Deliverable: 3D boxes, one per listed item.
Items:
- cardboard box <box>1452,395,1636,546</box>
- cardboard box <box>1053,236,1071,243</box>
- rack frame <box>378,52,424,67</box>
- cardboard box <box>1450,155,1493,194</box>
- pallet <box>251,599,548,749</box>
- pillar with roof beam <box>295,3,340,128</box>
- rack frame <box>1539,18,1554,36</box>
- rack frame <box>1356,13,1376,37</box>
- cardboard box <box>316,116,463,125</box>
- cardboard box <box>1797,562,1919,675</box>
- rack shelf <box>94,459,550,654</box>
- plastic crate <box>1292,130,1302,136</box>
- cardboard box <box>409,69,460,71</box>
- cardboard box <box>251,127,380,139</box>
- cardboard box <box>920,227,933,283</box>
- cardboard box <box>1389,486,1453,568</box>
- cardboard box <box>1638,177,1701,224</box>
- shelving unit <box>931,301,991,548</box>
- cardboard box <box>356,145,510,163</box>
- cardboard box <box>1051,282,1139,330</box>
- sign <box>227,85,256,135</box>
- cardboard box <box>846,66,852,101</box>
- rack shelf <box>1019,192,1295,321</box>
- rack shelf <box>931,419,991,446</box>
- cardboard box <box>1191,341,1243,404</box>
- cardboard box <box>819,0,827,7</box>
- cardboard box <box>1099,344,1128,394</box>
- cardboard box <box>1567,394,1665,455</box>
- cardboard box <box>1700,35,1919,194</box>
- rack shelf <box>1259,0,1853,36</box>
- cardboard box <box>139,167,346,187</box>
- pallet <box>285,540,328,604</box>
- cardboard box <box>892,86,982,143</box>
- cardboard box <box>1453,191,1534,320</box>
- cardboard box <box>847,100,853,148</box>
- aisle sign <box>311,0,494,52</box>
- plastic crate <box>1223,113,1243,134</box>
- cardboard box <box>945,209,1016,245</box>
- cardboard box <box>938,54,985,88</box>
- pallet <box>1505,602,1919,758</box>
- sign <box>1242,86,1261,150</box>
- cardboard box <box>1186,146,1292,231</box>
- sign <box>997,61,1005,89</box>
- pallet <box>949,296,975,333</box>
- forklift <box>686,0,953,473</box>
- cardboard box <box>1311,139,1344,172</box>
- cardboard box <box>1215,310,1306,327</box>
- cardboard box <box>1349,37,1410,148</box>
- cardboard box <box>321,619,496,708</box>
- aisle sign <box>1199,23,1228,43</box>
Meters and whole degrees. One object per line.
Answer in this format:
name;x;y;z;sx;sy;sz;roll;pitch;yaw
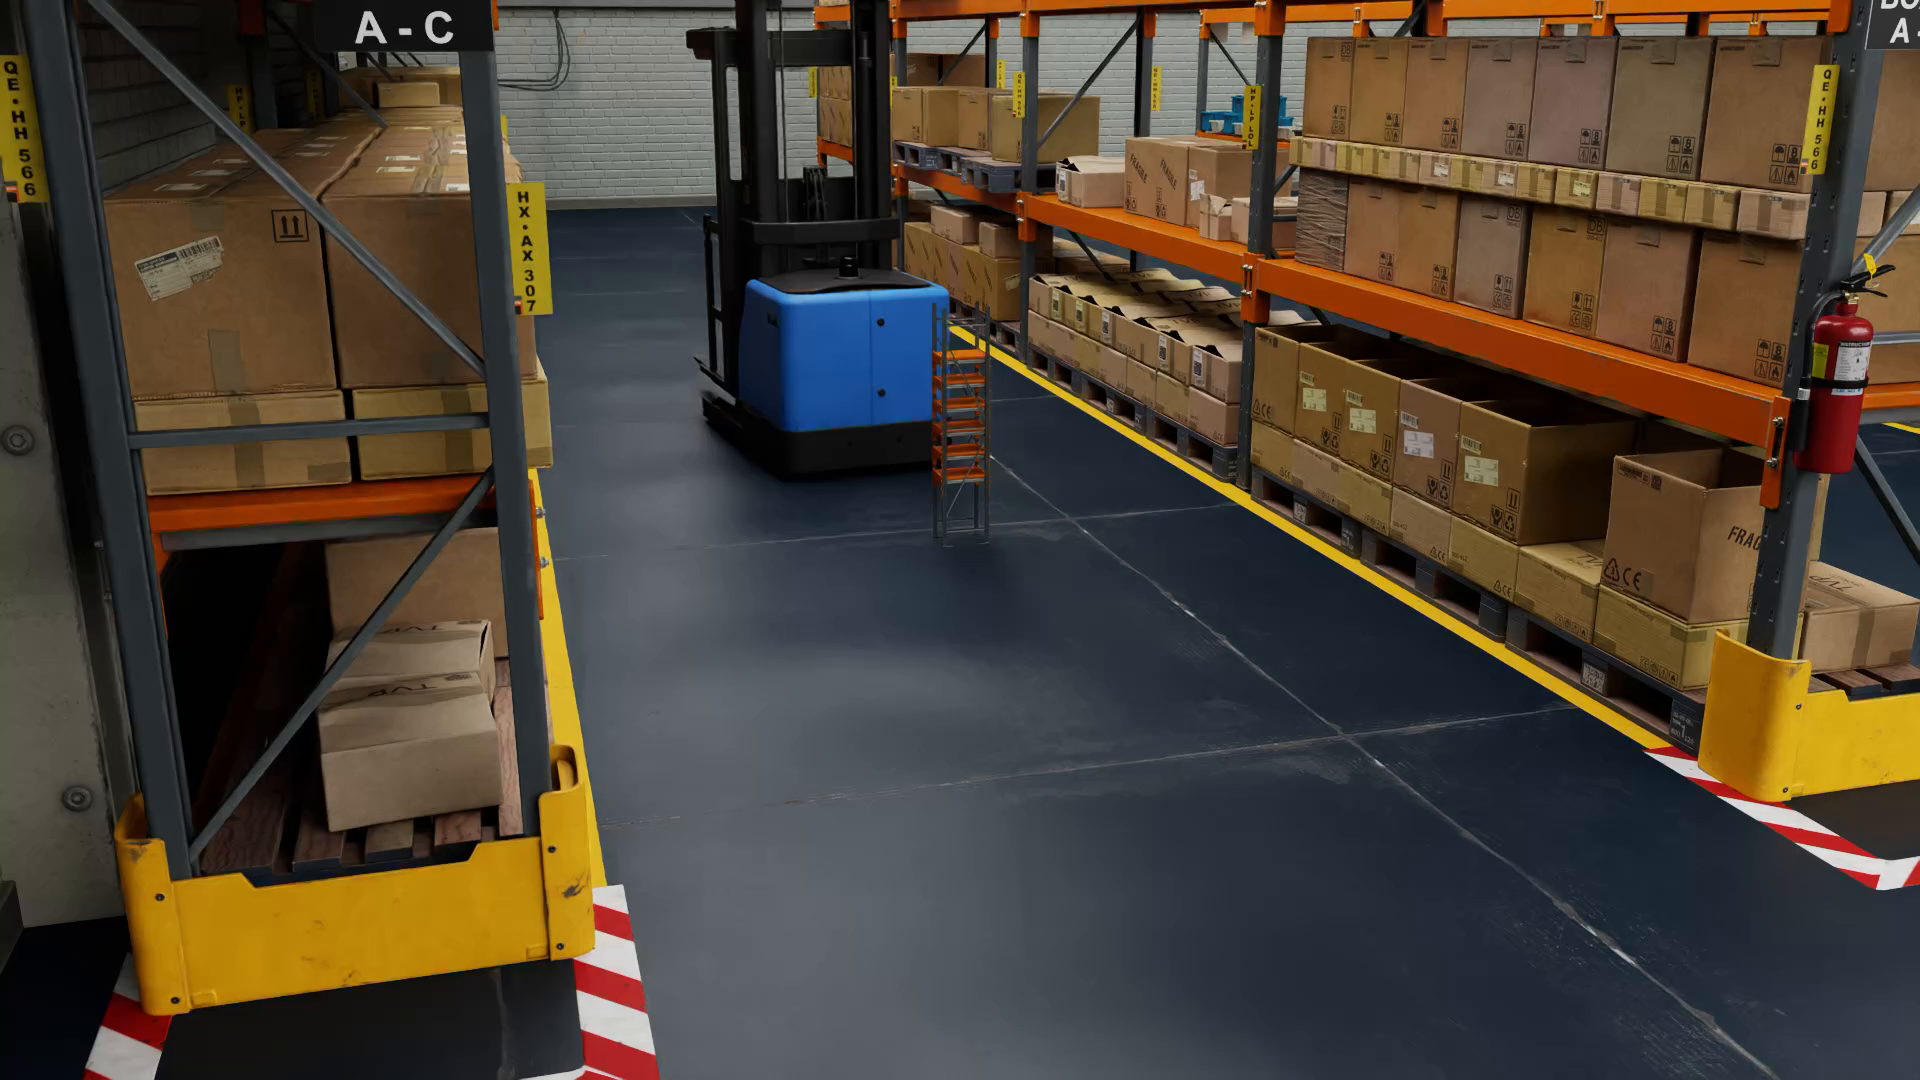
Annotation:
cardboard box;2.442;-0.302;6.990;0.500;0.500;0.500;-5;17;-15
cardboard box;0.685;-2.461;15.011;0.500;0.500;0.500;-5;18;-17
rack frame;-5.995;-4.692;18.857;1.000;3.000;0.127;-5;17;-15
cardboard box;2.382;-1.606;7.282;0.380;0.149;0.250;-5;17;-16
pallet;-2.139;0.484;6.473;1.003;0.211;1.213;-5;17;-15
pillar with roof beam;-1.780;-6.924;15.860;9.100;9.000;0.400;-5;17;-15
rack frame;8.293;-5.866;22.768;1.000;3.000;0.127;-5;17;-15
rack frame;4.630;-4.368;17.781;1.000;3.000;0.127;-5;17;-15
cardboard box;-3.161;-2.109;9.321;0.700;0.500;0.500;-2;17;-8
cardboard box;3.231;0.291;6.318;0.500;0.250;0.500;-5;17;-15
rack shelf;-2.147;-0.474;6.068;1.077;0.370;4.000;-5;17;-15
plastic crate;4.064;-4.554;18.772;0.437;0.125;0.590;-5;17;-15
cardboard box;-4.109;-3.611;13.230;0.500;0.250;0.500;-5;17;-16
cardboard box;-2.768;-1.523;7.229;0.500;0.500;0.500;-5;17;-17
cardboard box;-0.077;-2.692;15.779;0.500;0.500;0.500;-4;17;-14
cardboard box;2.309;-0.082;7.559;0.500;0.250;0.500;-5;17;-15
cardboard box;2.733;-1.251;6.100;0.380;0.149;0.250;-5;17;-16
shelving unit;0.004;-0.571;8.266;0.258;1.200;0.189;-5;17;-15
cardboard box;-1.855;-1.141;5.960;0.500;0.500;0.500;-4;17;-14
cardboard box;0.980;-1.711;12.010;0.500;0.311;0.500;-5;17;-17
sign;-3.229;-1.882;7.490;0.100;0.325;0.005;-5;17;-15
cardboard box;-0.940;-5.044;18.119;0.500;0.500;0.500;-5;17;-16
rack shelf;1.516;-1.974;11.059;1.077;0.370;4.000;-5;17;-15
rack shelf;0.004;-0.528;8.279;0.258;0.103;0.180;-5;17;-15
cardboard box;1.678;-1.007;9.666;0.500;0.311;0.500;-5;17;-15
cardboard box;-1.336;-6.287;19.214;0.500;0.250;0.500;-5;17;-15
cardboard box;1.256;-1.163;11.160;0.500;0.250;0.500;-4;17;-14
cardboard box;2.942;-0.343;7.127;0.500;0.500;0.500;-5;17;-15
cardboard box;3.034;-1.472;5.711;0.700;0.500;0.500;-5;17;-15
rack shelf;2.615;-2.304;6.944;1.077;0.370;4.000;-5;17;-15
cardboard box;-2.060;-0.816;4.878;0.500;0.500;0.500;-4;17;-15
pallet;-2.478;0.146;7.598;1.003;0.211;1.213;-5;17;-15
cardboard box;-0.218;-4.078;15.910;0.700;0.500;0.500;-12;20;-34
cardboard box;2.620;-1.265;7.274;0.700;0.500;0.500;-4;17;-14
cardboard box;-0.946;-4.569;18.274;0.500;0.500;0.500;-4;17;-15
aisle sign;-1.289;-1.515;3.762;0.394;0.787;0.004;-5;17;-15
plastic crate;3.463;-5.147;20.559;0.416;0.233;0.300;-5;17;-15
cardboard box;0.179;-2.782;14.777;0.500;0.250;0.500;-5;17;-16
cardboard box;0.008;-4.657;16.830;0.500;0.500;0.500;-4;17;-14
pallet;2.914;0.469;6.524;1.003;0.211;1.213;-5;17;-15
sign;1.546;-2.236;8.807;0.100;0.325;0.005;-5;17;-15
cardboard box;1.725;-2.172;10.296;0.500;0.500;0.500;-3;17;-11
sign;0.399;-4.577;16.463;0.100;0.325;0.005;-5;17;-15
pallet;0.465;-2.082;15.017;1.003;0.211;1.213;-5;17;-15
forklift;-1.063;-2.167;10.570;1.130;2.935;3.031;-7;18;-21
cardboard box;2.022;-1.964;8.476;0.380;0.149;0.250;-4;17;-14
cardboard box;1.915;-1.334;10.753;0.500;0.311;0.500;-5;18;-17
cardboard box;2.333;-2.172;8.041;0.700;0.500;0.500;-5;17;-15
cardboard box;-1.858;0.455;5.632;0.500;0.311;0.500;-3;17;-11
aisle sign;3.226;-6.716;21.078;0.394;0.787;0.004;-5;17;-15
